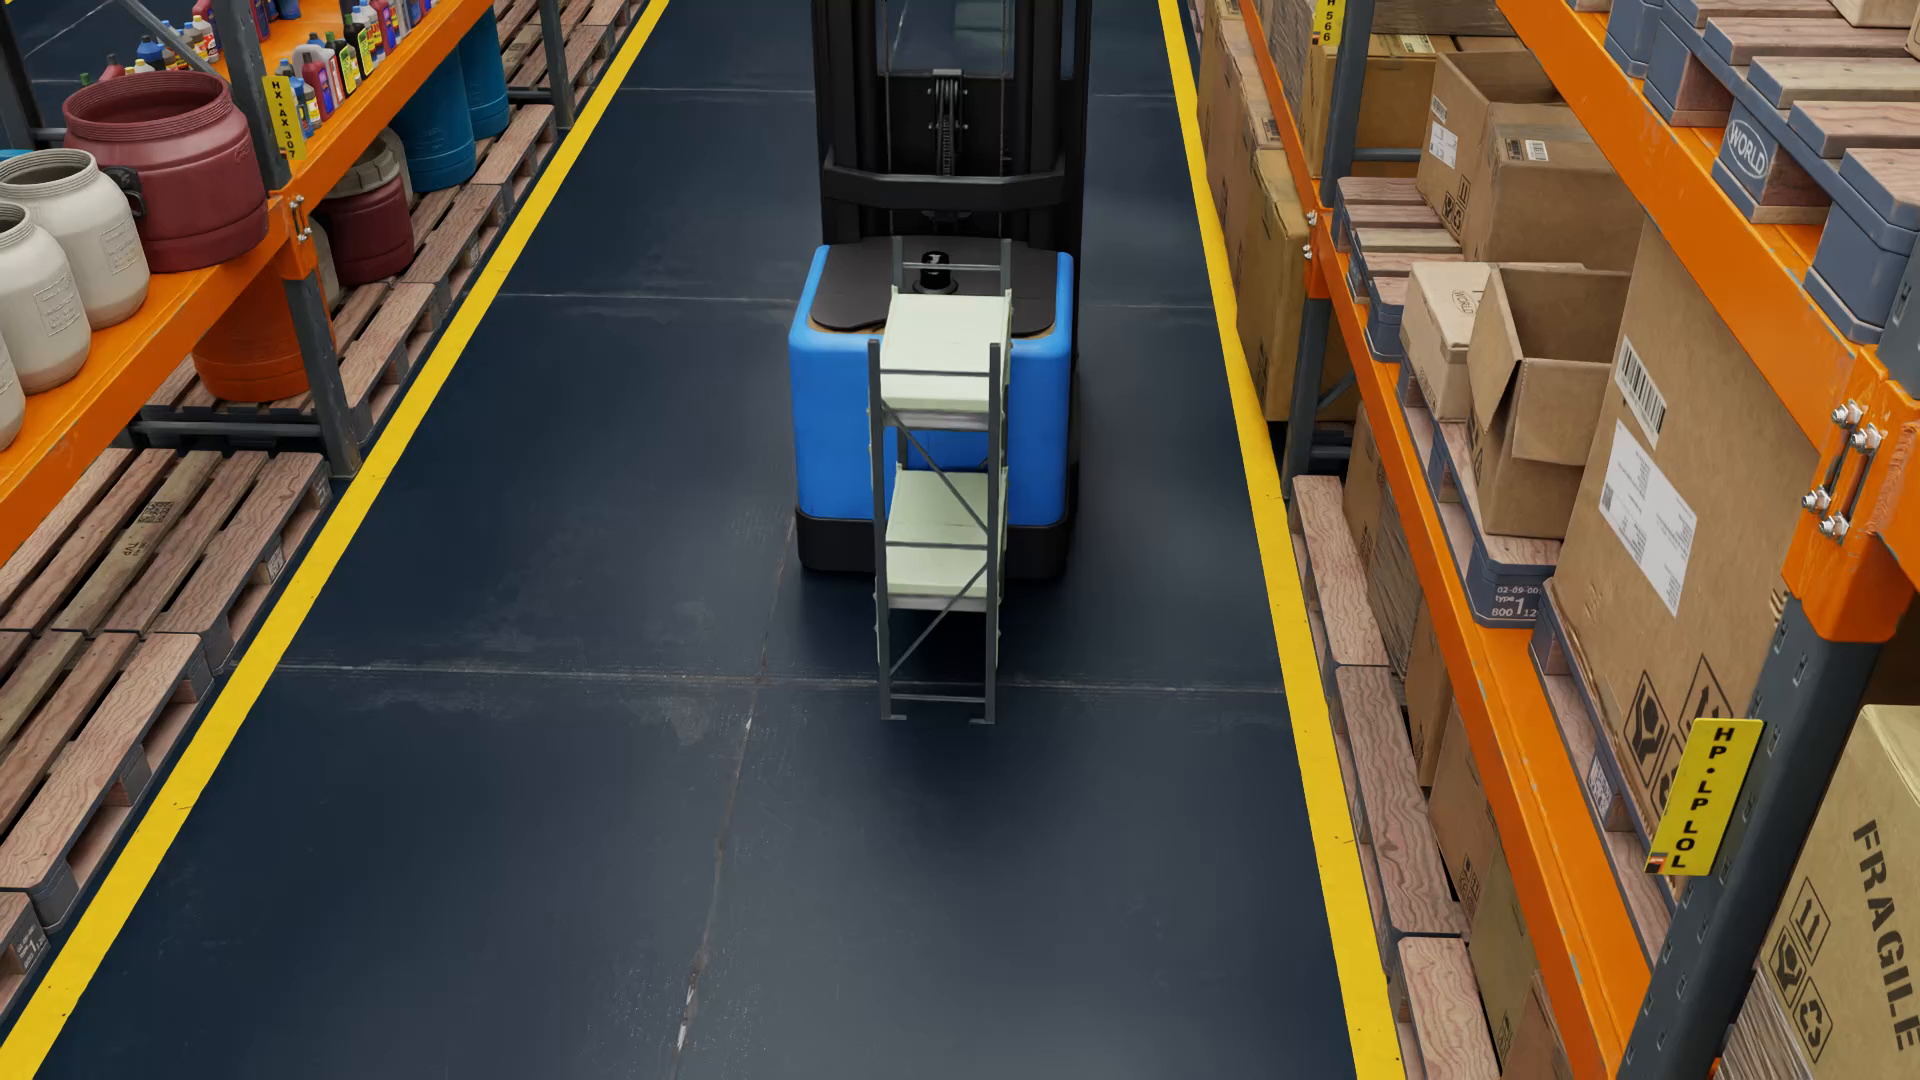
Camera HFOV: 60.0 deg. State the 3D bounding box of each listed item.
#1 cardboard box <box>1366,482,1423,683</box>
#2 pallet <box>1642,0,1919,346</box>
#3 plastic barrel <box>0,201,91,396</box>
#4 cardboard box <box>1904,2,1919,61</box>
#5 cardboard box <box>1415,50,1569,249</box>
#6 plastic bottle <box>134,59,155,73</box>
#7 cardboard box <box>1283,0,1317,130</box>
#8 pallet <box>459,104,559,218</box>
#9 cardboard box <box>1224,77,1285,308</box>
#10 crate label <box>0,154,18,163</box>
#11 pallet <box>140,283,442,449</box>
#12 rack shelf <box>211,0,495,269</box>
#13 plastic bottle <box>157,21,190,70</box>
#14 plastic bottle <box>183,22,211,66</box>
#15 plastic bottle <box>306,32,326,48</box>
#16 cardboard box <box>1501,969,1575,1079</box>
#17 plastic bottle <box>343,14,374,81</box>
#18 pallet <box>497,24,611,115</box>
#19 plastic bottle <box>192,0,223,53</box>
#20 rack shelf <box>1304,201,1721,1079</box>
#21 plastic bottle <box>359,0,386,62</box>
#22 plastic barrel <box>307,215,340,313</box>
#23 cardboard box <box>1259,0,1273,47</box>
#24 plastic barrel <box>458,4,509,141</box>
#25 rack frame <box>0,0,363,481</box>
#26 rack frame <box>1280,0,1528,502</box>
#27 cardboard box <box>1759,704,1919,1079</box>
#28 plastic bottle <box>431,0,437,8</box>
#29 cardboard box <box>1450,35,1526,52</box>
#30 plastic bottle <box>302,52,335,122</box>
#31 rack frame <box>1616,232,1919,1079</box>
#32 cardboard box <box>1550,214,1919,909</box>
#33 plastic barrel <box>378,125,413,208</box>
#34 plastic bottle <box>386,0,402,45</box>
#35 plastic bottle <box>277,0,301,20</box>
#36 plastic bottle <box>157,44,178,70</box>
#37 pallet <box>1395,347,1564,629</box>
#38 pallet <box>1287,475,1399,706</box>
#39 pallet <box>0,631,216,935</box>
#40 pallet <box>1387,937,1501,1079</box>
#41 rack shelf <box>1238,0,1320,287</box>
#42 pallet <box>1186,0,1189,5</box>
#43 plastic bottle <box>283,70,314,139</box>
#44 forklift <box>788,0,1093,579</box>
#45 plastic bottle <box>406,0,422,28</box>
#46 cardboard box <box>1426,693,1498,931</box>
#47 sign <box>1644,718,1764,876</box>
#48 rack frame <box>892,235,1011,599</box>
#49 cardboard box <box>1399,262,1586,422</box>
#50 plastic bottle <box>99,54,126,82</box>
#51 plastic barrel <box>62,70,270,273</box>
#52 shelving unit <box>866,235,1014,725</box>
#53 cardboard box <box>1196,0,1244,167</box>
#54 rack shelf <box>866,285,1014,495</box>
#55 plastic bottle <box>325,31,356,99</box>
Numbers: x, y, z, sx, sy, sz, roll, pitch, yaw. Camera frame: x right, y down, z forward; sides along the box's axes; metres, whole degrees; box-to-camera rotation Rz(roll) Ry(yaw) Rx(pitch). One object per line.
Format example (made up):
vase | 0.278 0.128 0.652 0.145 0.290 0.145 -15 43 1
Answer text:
cardboard box | 1.843 0.134 5.742 0.700 0.500 0.500 -1 35 -2
pallet | 1.830 -0.618 2.575 1.213 0.211 1.003 1 35 2
plastic barrel | -2.935 -0.735 5.091 0.421 0.512 0.421 0 35 0
cardboard box | 1.816 -0.824 2.250 0.797 0.503 0.637 0 35 0
cardboard box | 1.877 -1.315 5.560 0.500 0.500 0.500 -3 35 -4
plastic bottle | -3.464 -1.943 7.079 0.097 0.201 0.097 0 35 0
cardboard box | 1.657 -2.030 6.942 0.500 0.500 0.500 1 35 1
pallet | -3.002 -2.243 9.757 1.003 0.211 1.213 1 35 2
cardboard box | 1.951 -1.624 7.934 1.225 0.875 0.875 1 35 2
crate label | -3.400 -0.978 5.502 0.502 0.435 0.616 1 35 2
pallet | -3.100 -0.841 7.763 1.003 0.211 1.213 1 35 2
rack shelf | -3.010 -2.382 8.157 1.077 0.370 4.000 1 35 2
plastic bottle | -3.452 -2.139 7.297 0.097 0.271 0.097 0 35 0
plastic bottle | -3.444 -2.223 7.477 0.097 0.201 0.097 0 35 0
plastic bottle | -2.760 -2.049 7.169 0.097 0.271 0.097 0 35 0
cardboard box | 1.744 1.375 3.976 0.700 0.500 0.500 -1 35 -2
plastic bottle | -2.671 -2.195 7.367 0.061 0.283 0.133 1 35 2
pallet | -2.939 -3.108 10.989 1.003 0.211 1.213 1 35 2
plastic bottle | -3.454 -2.379 7.628 0.061 0.283 0.133 1 35 2
rack shelf | 1.779 0.030 4.724 1.077 0.370 4.000 1 35 2
plastic bottle | -2.680 -2.313 7.545 0.097 0.271 0.097 0 35 0
plastic barrel | -3.154 -1.290 7.775 0.421 0.512 0.421 0 35 0
cardboard box | 1.696 -2.620 7.783 0.500 0.500 0.500 2 35 3
plastic barrel | -2.968 -2.827 9.623 0.600 0.901 0.708 1 35 2
rack frame | -3.090 -1.528 6.315 1.000 3.000 0.127 1 35 2
rack frame | 1.859 -1.413 6.152 1.000 3.000 0.127 1 35 2
cardboard box | 1.426 0.566 2.121 0.500 0.500 0.500 1 35 2
plastic bottle | -2.649 -2.733 8.203 0.097 0.201 0.097 0 35 0
cardboard box | 2.150 -1.727 6.512 0.500 0.500 0.500 2 35 3
plastic bottle | -2.691 -1.909 6.959 0.061 0.283 0.133 1 35 2
rack frame | 1.698 0.885 2.882 1.000 3.000 0.127 1 35 2
cardboard box | 1.870 0.014 3.234 1.000 1.000 1.000 2 35 2
plastic barrel | -3.109 -1.938 8.698 0.421 0.512 0.421 0 35 0
plastic bottle | -2.671 -2.446 7.733 0.097 0.271 0.097 0 35 0
plastic bottle | -3.271 -2.670 8.052 0.097 0.271 0.097 0 35 0
plastic bottle | -3.456 -2.055 7.238 0.097 0.201 0.097 0 35 0
pallet | 1.820 -0.197 4.588 1.003 0.211 1.213 1 35 2
pallet | 1.826 0.177 6.315 1.003 0.211 1.213 1 35 2
pallet | -3.212 0.756 5.490 1.003 0.211 1.213 1 35 2
pallet | 1.728 1.578 4.321 1.003 0.211 1.213 1 35 2
rack shelf | 1.939 -2.268 7.994 1.077 0.370 4.000 1 35 2
pallet | 2.226 -4.407 12.838 1.003 0.211 1.213 1 35 2
plastic bottle | -2.718 -1.782 6.789 0.097 0.271 0.097 0 35 0
forklift | -0.016 -1.874 6.868 1.130 2.935 3.031 2 35 3
plastic bottle | -2.684 -2.637 7.936 0.144 0.351 0.185 1 35 2
cardboard box | 1.805 0.780 4.822 0.700 0.500 0.500 -2 35 -2
sign | 1.144 0.400 2.565 0.100 0.325 0.005 1 35 2
rack frame | -0.028 -0.398 6.012 0.400 1.500 0.023 2 35 3
cardboard box | 1.562 -0.566 4.712 0.500 0.250 0.500 0 35 1
plastic bottle | -3.491 -1.855 6.882 0.061 0.283 0.133 1 35 2
plastic barrel | -2.806 -1.310 5.887 0.600 0.536 0.708 1 35 2
shelving unit | -0.053 -0.188 5.714 0.431 1.500 0.755 2 35 3
cardboard box | 2.014 -2.646 9.389 1.225 0.875 0.875 1 35 2
rack shelf | -0.053 -0.508 5.489 0.431 0.370 0.720 2 35 3
plastic bottle | -2.680 -2.063 7.178 0.061 0.283 0.133 1 35 2
